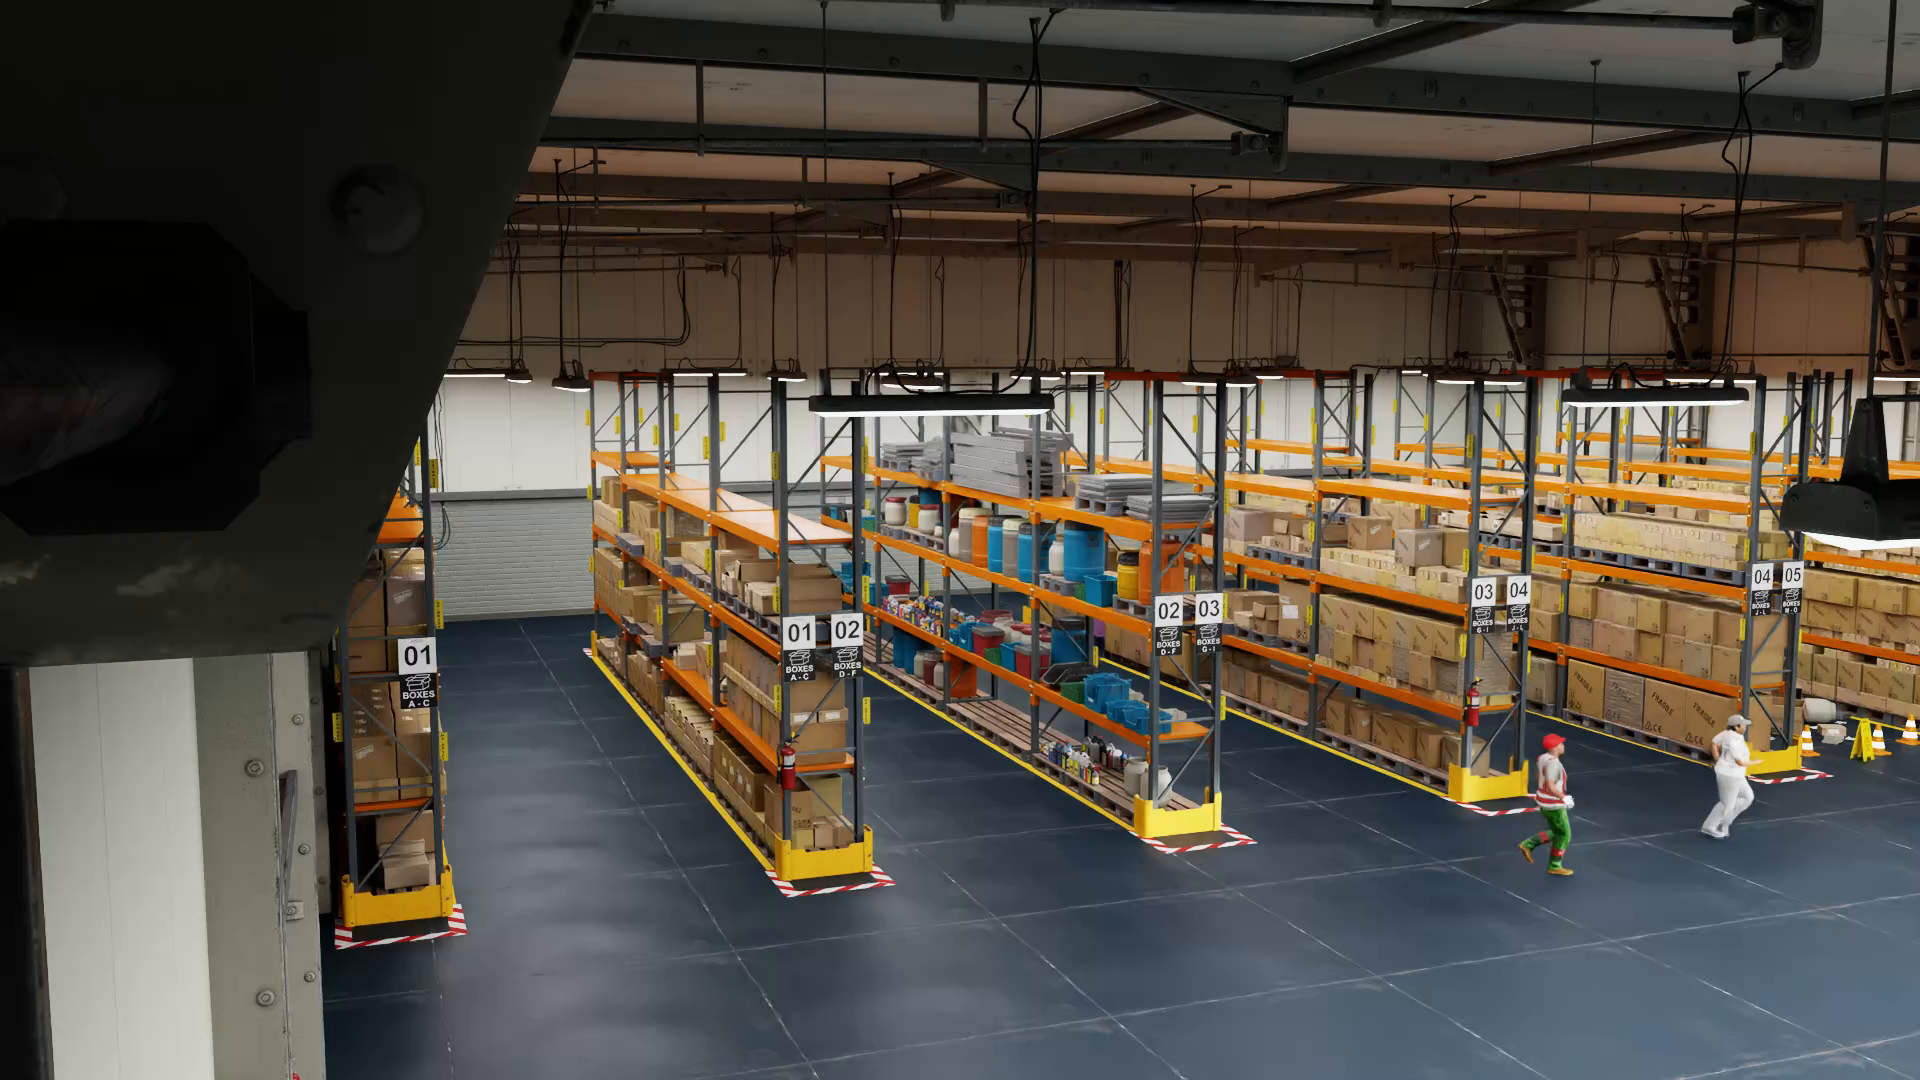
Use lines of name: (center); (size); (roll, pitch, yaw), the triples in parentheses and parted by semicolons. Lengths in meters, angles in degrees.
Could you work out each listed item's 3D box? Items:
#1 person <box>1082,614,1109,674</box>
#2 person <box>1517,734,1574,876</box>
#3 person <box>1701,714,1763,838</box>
person: (2.534, 1.797, 30.882); (0.545, 1.587, 0.793); (-3, 7, -27)
person: (7.155, 3.215, 20.209); (0.642, 1.745, 0.687); (1, 6, 5)
person: (10.093, 3.097, 21.722); (0.699, 1.677, 0.575); (3, 7, 21)
